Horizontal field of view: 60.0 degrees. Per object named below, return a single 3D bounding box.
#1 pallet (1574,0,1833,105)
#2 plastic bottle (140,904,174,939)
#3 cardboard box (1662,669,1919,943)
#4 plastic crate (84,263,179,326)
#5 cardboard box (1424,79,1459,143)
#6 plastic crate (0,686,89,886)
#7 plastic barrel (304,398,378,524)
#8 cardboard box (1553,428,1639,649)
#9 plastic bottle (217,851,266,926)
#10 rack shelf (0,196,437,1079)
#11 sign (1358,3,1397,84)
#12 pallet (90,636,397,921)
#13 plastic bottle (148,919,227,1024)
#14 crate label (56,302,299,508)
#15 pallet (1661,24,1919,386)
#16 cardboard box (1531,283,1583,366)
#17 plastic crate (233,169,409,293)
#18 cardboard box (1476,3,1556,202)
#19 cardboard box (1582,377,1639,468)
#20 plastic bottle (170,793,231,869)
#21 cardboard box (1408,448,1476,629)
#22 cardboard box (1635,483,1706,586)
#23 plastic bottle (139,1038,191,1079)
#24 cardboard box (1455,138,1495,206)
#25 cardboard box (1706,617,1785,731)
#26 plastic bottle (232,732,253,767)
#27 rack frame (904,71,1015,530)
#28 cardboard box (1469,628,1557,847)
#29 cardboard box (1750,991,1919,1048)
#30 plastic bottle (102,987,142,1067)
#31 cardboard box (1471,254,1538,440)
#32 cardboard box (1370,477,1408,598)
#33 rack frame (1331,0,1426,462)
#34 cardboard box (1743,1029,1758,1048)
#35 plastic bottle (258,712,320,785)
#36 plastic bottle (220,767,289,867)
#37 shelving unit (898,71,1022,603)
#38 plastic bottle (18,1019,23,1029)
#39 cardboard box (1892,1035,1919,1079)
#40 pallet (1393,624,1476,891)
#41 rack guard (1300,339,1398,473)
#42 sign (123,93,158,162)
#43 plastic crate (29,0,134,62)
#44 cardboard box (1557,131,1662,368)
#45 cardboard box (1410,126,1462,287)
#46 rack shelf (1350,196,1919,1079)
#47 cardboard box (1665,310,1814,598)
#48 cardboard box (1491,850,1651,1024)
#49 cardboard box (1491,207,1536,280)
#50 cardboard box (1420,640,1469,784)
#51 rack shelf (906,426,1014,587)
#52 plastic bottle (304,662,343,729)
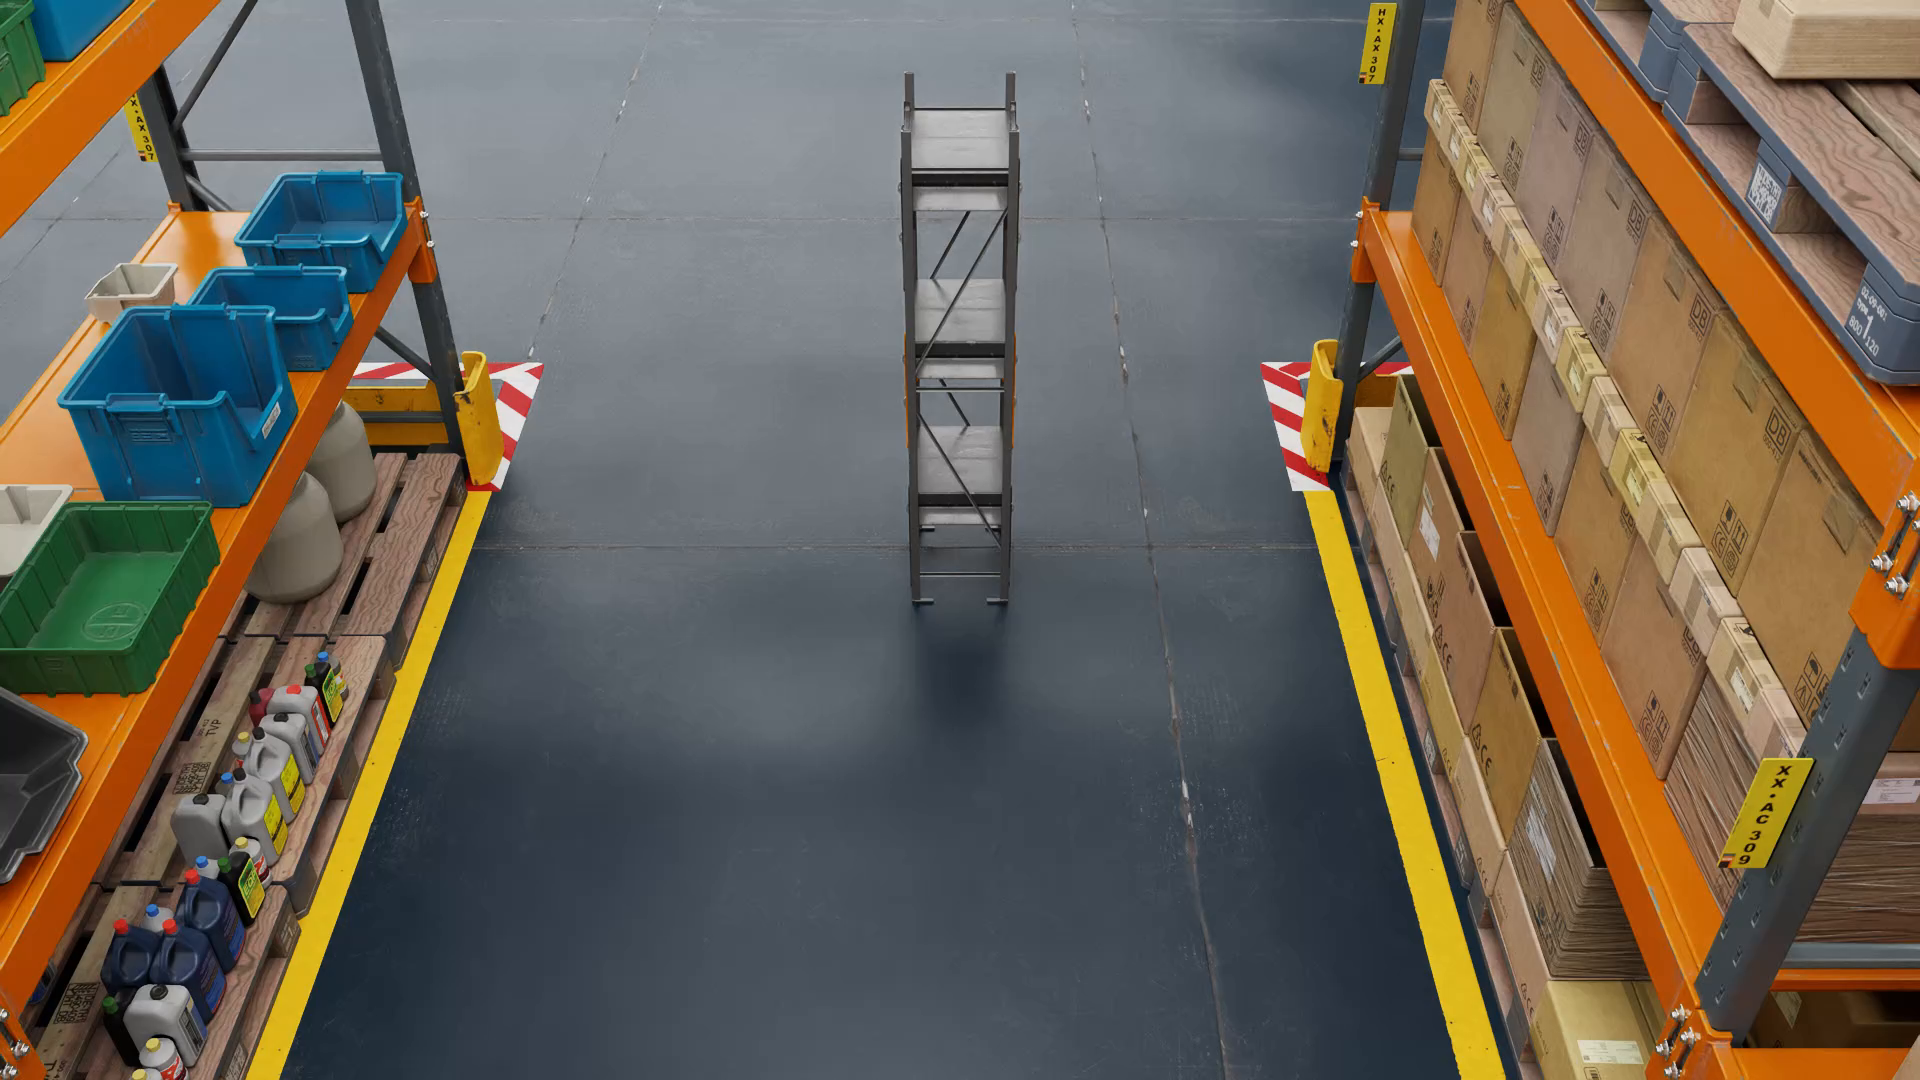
[{"bbox_3d":[2.171,-1.502,4.398,1.003,0.211,1.213,0,39,0],"label":"pallet"},{"bbox_3d":[-2.464,1.227,5.150,0.097,0.271,0.097,0,39,0],"label":"plastic bottle"},{"bbox_3d":[2.190,0.612,4.008,0.700,0.500,0.500,-1,39,-1],"label":"cardboard box"},{"bbox_3d":[-3.082,-0.909,6.197,0.298,0.136,0.250,0,39,0],"label":"plastic crate"},{"bbox_3d":[1.977,-1.620,6.274,0.380,0.149,0.250,0,39,0],"label":"cardboard box"},{"bbox_3d":[-2.630,0.626,4.119,0.767,0.338,0.504,0,39,0],"label":"plastic crate"},{"bbox_3d":[-2.684,-0.353,6.946,0.421,0.512,0.421,0,39,0],"label":"plastic barrel"},{"bbox_3d":[2.186,-0.032,4.811,0.700,0.500,0.500,1,39,1],"label":"cardboard box"},{"bbox_3d":[-2.301,1.091,5.310,0.061,0.283,0.133,2,39,2],"label":"plastic bottle"},{"bbox_3d":[-2.759,-0.040,5.477,1.077,0.370,4.000,0,39,0],"label":"rack shelf"},{"bbox_3d":[1.637,-1.945,6.523,0.100,0.325,0.005,0,39,0],"label":"sign"},{"bbox_3d":[-2.720,0.833,6.042,1.003,0.211,1.213,0,39,0],"label":"pallet"},{"bbox_3d":[-2.343,1.286,5.012,0.144,0.351,0.185,1,39,1],"label":"plastic bottle"},{"bbox_3d":[-2.489,-0.435,5.366,0.502,0.435,0.616,0,39,0],"label":"crate label"},{"bbox_3d":[2.170,-0.741,3.448,1.003,0.211,1.213,0,39,0],"label":"pallet"},{"bbox_3d":[1.978,-0.658,5.074,0.380,0.149,0.250,0,39,0],"label":"cardboard box"},{"bbox_3d":[-2.461,-1.201,6.469,0.499,0.251,0.616,0,39,0],"label":"plastic crate"},{"bbox_3d":[2.186,-1.464,5.561,0.700,0.500,0.500,-1,39,-1],"label":"cardboard box"},{"bbox_3d":[1.982,-0.328,4.662,0.380,0.149,0.250,1,39,1],"label":"cardboard box"},{"bbox_3d":[-2.491,0.948,5.495,0.152,0.276,0.135,0,39,0],"label":"plastic bottle"},{"bbox_3d":[1.986,0.004,6.109,0.500,0.500,0.500,0,39,0],"label":"cardboard box"},{"bbox_3d":[1.980,-0.016,4.273,0.380,0.149,0.250,0,39,0],"label":"cardboard box"},{"bbox_3d":[-2.319,1.523,4.837,0.097,0.201,0.097,0,39,0],"label":"plastic bottle"},{"bbox_3d":[1.979,-1.299,5.873,0.380,0.149,0.250,0,39,0],"label":"cardboard box"},{"bbox_3d":[1.984,0.312,3.864,0.380,0.149,0.250,-1,39,-1],"label":"cardboard box"},{"bbox_3d":[-2.472,0.753,5.798,0.097,0.201,0.097,0,39,0],"label":"plastic bottle"},{"bbox_3d":[0.000,-0.868,6.655,0.400,2.100,0.015,0,39,0],"label":"rack frame"},{"bbox_3d":[1.984,0.630,5.329,0.500,0.500,0.500,0,39,0],"label":"cardboard box"},{"bbox_3d":[2.509,1.255,4.549,0.500,0.500,0.500,0,39,0],"label":"cardboard box"},{"bbox_3d":[-2.453,1.417,4.904,0.061,0.283,0.133,0,39,0],"label":"plastic bottle"},{"bbox_3d":[2.180,-0.681,5.621,0.700,0.500,0.500,0,39,0],"label":"cardboard box"},{"bbox_3d":[1.975,-0.016,6.734,0.500,0.250,0.500,0,39,0],"label":"cardboard box"},{"bbox_3d":[2.192,-1.573,6.814,1.000,3.000,0.127,0,39,0],"label":"rack frame"},{"bbox_3d":[2.499,1.547,4.784,0.500,0.250,0.500,0,39,0],"label":"cardboard box"},{"bbox_3d":[-2.348,0.712,5.789,0.152,0.276,0.135,-1,39,-1],"label":"plastic bottle"},{"bbox_3d":[-2.343,0.903,5.491,0.144,0.351,0.185,0,39,0],"label":"plastic bottle"},{"bbox_3d":[0.000,-0.716,6.464,0.431,2.100,0.503,0,39,0],"label":"shelving unit"},{"bbox_3d":[-2.901,1.389,4.885,0.144,0.351,0.185,0,39,0],"label":"plastic bottle"},{"bbox_3d":[2.241,1.295,3.356,0.500,0.250,0.500,2,39,3],"label":"cardboard box"},{"bbox_3d":[2.233,0.754,6.140,1.003,0.211,1.213,0,39,0],"label":"pallet"},{"bbox_3d":[2.192,-0.613,7.615,1.175,0.500,0.348,0,39,0],"label":"rack guard"},{"bbox_3d":[-3.311,-1.682,6.729,0.100,0.325,0.005,0,39,0],"label":"sign"},{"bbox_3d":[-2.458,-1.544,4.392,0.392,0.384,0.575,0,39,0],"label":"plastic crate"},{"bbox_3d":[2.188,-0.836,4.777,0.700,0.500,0.500,0,39,0],"label":"cardboard box"},{"bbox_3d":[2.180,-1.320,6.419,0.700,0.500,0.500,0,39,0],"label":"cardboard box"},{"bbox_3d":[2.194,-0.042,5.479,1.077,0.370,4.000,0,39,0],"label":"rack shelf"},{"bbox_3d":[2.188,-0.210,3.997,0.700,0.500,0.500,0,39,0],"label":"cardboard box"},{"bbox_3d":[1.987,1.235,5.173,0.500,0.250,0.500,0,39,0],"label":"cardboard box"},{"bbox_3d":[1.980,-0.974,5.468,0.380,0.149,0.250,-1,39,-2],"label":"cardboard box"},{"bbox_3d":[1.970,0.610,5.954,0.500,0.250,0.500,0,39,0],"label":"cardboard box"},{"bbox_3d":[0.000,-0.159,6.910,0.431,0.518,0.480,0,39,0],"label":"rack shelf"},{"bbox_3d":[-2.302,0.538,6.001,0.061,0.283,0.133,1,39,1],"label":"plastic bottle"}]
